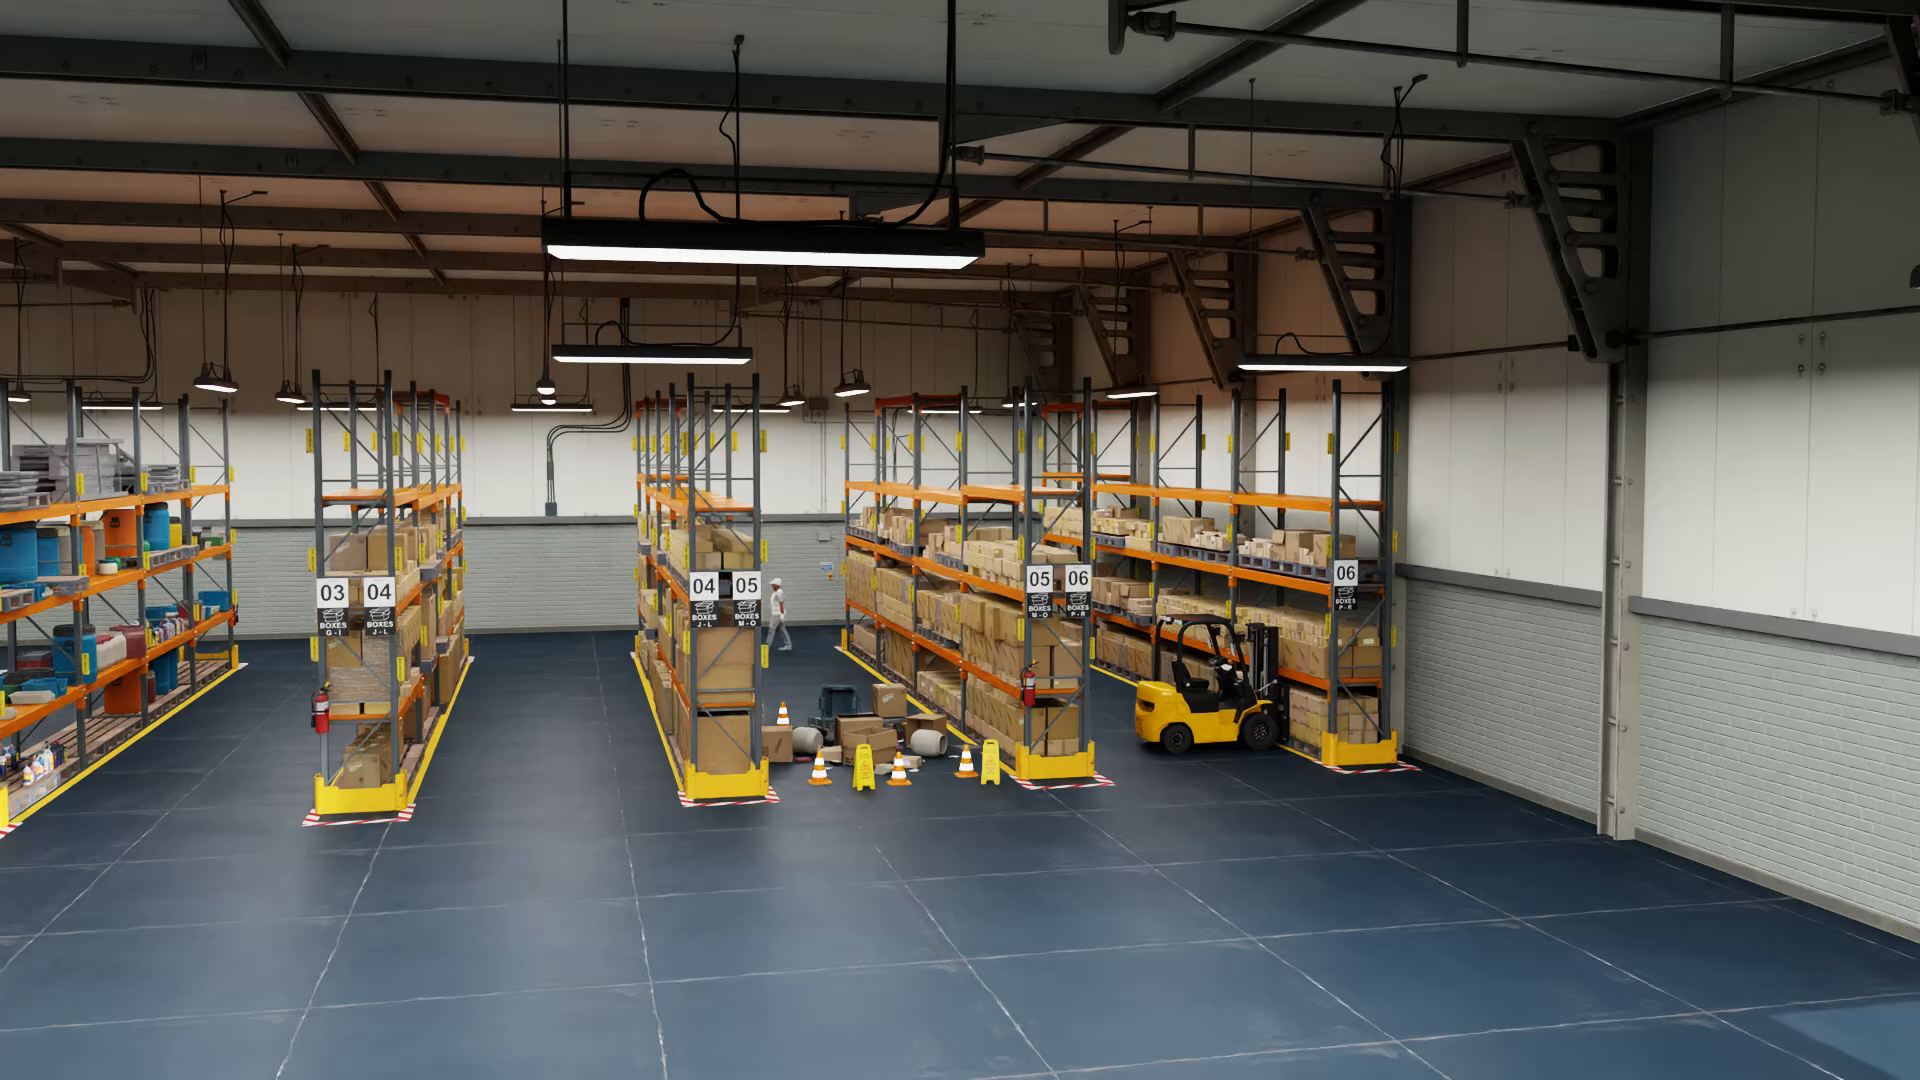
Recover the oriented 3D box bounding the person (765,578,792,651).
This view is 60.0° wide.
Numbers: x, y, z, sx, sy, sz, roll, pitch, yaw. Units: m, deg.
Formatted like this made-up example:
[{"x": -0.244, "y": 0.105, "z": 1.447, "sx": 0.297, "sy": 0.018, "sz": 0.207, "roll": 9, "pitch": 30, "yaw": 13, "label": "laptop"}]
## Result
[{"x": -4.484, "y": 1.793, "z": 40.051, "sx": 0.848, "sy": 1.754, "sz": 0.584, "roll": 0, "pitch": 3, "yaw": -6, "label": "person"}]
